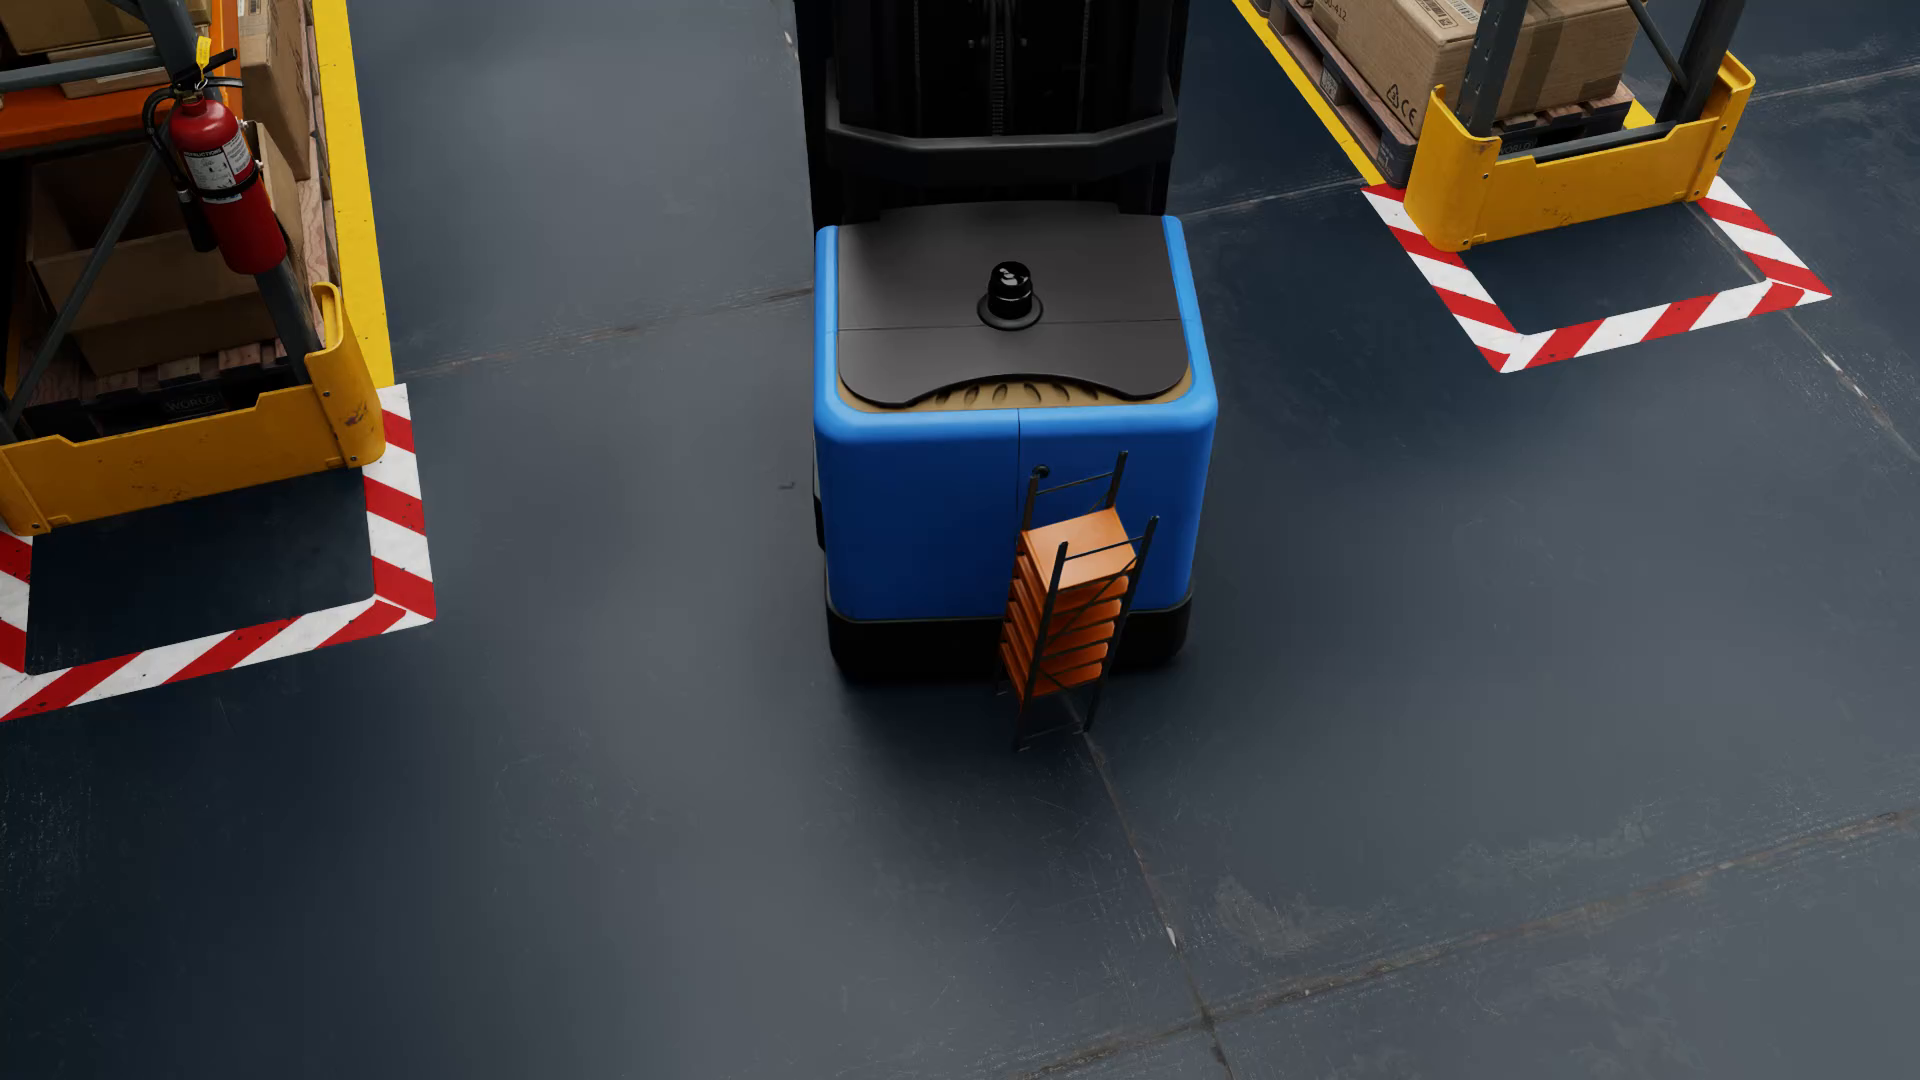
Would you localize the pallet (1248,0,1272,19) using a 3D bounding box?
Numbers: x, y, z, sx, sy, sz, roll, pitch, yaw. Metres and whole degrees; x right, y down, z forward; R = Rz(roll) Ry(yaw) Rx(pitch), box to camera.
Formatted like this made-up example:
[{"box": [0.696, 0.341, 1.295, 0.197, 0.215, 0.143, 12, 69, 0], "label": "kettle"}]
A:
[{"box": [1.601, -2.848, 7.513, 1.003, 0.211, 1.213, -13, 51, -11], "label": "pallet"}]

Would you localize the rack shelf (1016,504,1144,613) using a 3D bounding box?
[{"box": [0.287, 0.044, 4.012, 0.258, 0.103, 0.180, -15, 62, -13], "label": "rack shelf"}]

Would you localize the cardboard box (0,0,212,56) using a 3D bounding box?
[{"box": [-2.348, -1.606, 4.546, 0.500, 0.250, 0.500, -13, 51, -11], "label": "cardboard box"}]

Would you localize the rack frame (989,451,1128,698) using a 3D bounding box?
[{"box": [0.237, 0.126, 4.326, 0.240, 1.200, 0.006, -15, 62, -13], "label": "rack frame"}]

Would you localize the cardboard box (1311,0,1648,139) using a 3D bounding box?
[{"box": [1.978, -2.060, 6.426, 0.875, 0.438, 0.875, -15, 51, -12], "label": "cardboard box"}]

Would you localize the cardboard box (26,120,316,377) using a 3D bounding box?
[{"box": [-2.562, -0.965, 5.460, 0.797, 0.503, 0.637, -15, 52, -12], "label": "cardboard box"}]

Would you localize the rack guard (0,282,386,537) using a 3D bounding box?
[{"box": [-2.494, -0.416, 5.274, 1.175, 0.500, 0.348, -13, 51, -11], "label": "rack guard"}]

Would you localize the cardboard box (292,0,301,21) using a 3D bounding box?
[{"box": [-3.085, -2.355, 6.634, 0.700, 0.500, 0.500, -15, 52, -12], "label": "cardboard box"}]

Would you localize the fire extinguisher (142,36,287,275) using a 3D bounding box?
[{"box": [-1.987, -1.018, 4.441, 0.296, 0.674, 0.183, -13, 51, -11], "label": "fire extinguisher"}]

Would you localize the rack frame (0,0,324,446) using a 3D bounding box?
[{"box": [-2.472, -1.166, 4.271, 1.000, 3.000, 0.127, -13, 51, -11], "label": "rack frame"}]

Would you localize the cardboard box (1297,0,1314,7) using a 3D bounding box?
[{"box": [1.700, -2.727, 6.988, 0.875, 0.438, 0.875, -12, 51, -10], "label": "cardboard box"}]

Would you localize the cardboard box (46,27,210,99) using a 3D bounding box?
[{"box": [-2.307, -1.388, 4.622, 0.380, 0.149, 0.250, -14, 51, -11], "label": "cardboard box"}]

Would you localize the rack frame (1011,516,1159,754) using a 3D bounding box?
[{"box": [0.297, 0.278, 4.243, 0.240, 1.200, 0.006, -15, 62, -13], "label": "rack frame"}]

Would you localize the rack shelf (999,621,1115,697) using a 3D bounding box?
[{"box": [0.257, 0.284, 4.427, 0.258, 0.103, 0.180, -15, 62, -13], "label": "rack shelf"}]

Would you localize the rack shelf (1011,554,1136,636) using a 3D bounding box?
[{"box": [0.279, 0.104, 4.116, 0.258, 0.103, 0.180, -15, 62, -13], "label": "rack shelf"}]

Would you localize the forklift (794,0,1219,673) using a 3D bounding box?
[{"box": [0.076, -1.682, 4.751, 1.130, 2.935, 3.031, -2, 50, -2], "label": "forklift"}]

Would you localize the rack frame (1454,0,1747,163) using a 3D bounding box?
[{"box": [2.269, -2.291, 5.220, 1.000, 3.000, 0.127, -13, 51, -11], "label": "rack frame"}]

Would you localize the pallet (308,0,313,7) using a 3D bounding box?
[{"box": [-3.452, -2.687, 7.377, 1.003, 0.211, 1.213, -13, 51, -11], "label": "pallet"}]

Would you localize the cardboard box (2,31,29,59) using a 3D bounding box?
[{"box": [-2.842, -1.466, 4.688, 0.380, 0.149, 0.250, -12, 51, -10], "label": "cardboard box"}]

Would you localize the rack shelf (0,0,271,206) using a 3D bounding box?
[{"box": [-3.063, -2.395, 5.778, 1.077, 0.370, 4.000, -13, 51, -11], "label": "rack shelf"}]

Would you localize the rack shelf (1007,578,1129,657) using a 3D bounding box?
[{"box": [0.272, 0.164, 4.219, 0.258, 0.103, 0.180, -15, 62, -13], "label": "rack shelf"}]

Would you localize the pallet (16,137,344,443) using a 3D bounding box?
[{"box": [-2.731, -0.905, 5.875, 1.003, 0.211, 1.213, -13, 51, -11], "label": "pallet"}]

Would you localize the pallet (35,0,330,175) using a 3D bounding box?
[{"box": [-3.088, -1.794, 6.625, 1.003, 0.211, 1.213, -13, 51, -11], "label": "pallet"}]

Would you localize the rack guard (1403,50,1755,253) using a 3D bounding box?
[{"box": [2.276, -1.468, 6.161, 1.175, 0.500, 0.348, -13, 51, -11], "label": "rack guard"}]

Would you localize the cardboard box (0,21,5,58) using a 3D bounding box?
[{"box": [-2.861, -1.490, 4.448, 0.500, 0.250, 0.500, -12, 51, -10], "label": "cardboard box"}]

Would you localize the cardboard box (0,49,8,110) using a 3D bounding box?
[{"box": [-2.826, -1.267, 4.520, 0.380, 0.149, 0.250, -14, 51, -11], "label": "cardboard box"}]

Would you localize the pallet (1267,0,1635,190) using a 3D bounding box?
[{"box": [1.958, -1.959, 6.763, 1.003, 0.211, 1.213, -13, 51, -11], "label": "pallet"}]

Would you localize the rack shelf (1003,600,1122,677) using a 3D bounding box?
[{"box": [0.264, 0.224, 4.323, 0.258, 0.103, 0.180, -15, 62, -13], "label": "rack shelf"}]

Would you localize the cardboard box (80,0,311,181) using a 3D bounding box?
[{"box": [-2.778, -1.597, 5.995, 0.700, 0.500, 0.500, -11, 51, -9], "label": "cardboard box"}]

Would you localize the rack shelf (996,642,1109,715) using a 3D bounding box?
[{"box": [0.249, 0.344, 4.530, 0.258, 0.103, 0.180, -15, 62, -13], "label": "rack shelf"}]

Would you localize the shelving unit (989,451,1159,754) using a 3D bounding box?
[{"box": [0.267, 0.202, 4.285, 0.258, 1.200, 0.189, -15, 62, -13], "label": "shelving unit"}]

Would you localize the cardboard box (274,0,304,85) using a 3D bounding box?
[{"box": [-2.838, -2.006, 6.339, 0.500, 0.500, 0.500, -12, 51, -10], "label": "cardboard box"}]
